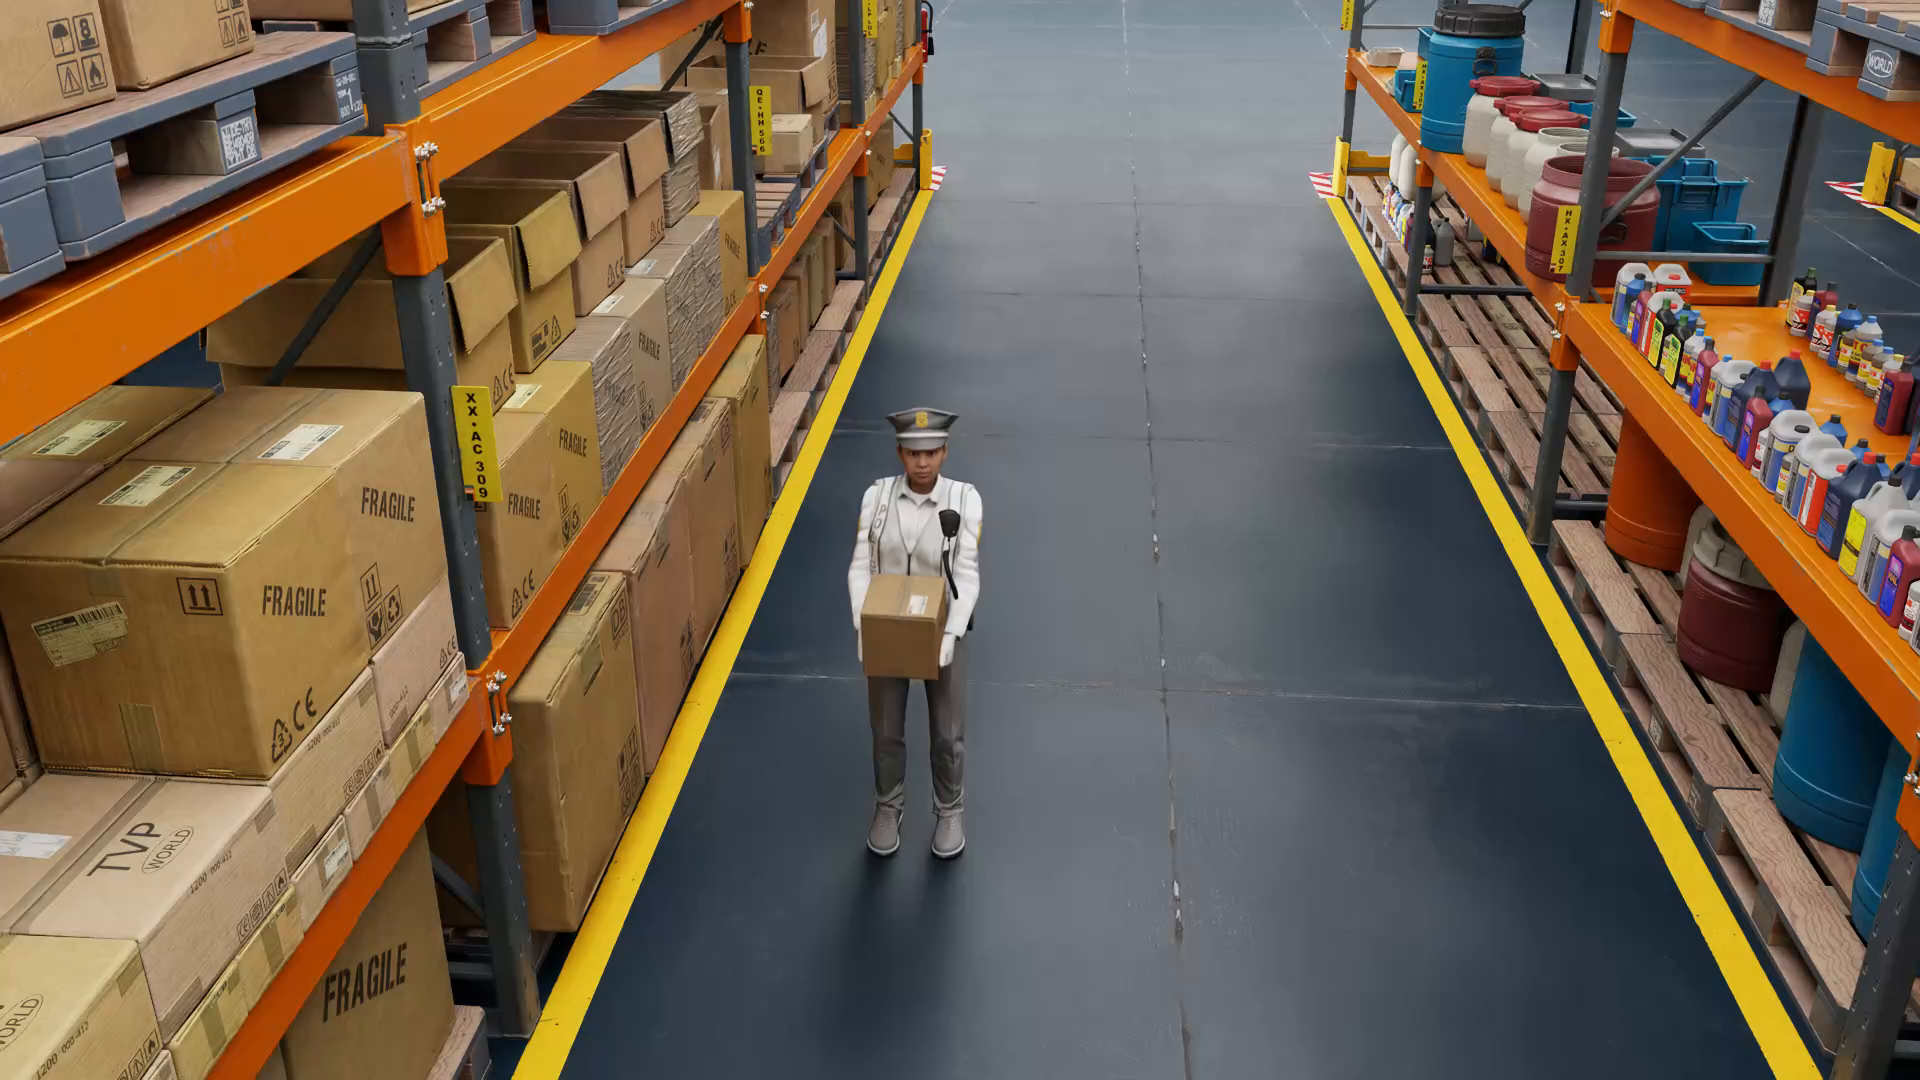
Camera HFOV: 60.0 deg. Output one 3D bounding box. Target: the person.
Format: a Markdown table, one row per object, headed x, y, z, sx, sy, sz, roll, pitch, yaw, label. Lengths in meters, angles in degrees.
| x | y | z | sx | sy | sz | roll | pitch | yaw | label |
| --- | --- | --- | --- | --- | --- | --- | --- | --- | --- |
| -0.160 | 0.357 | 5.802 | 0.459 | 1.686 | 0.558 | 3 | 25 | 6 | person |
